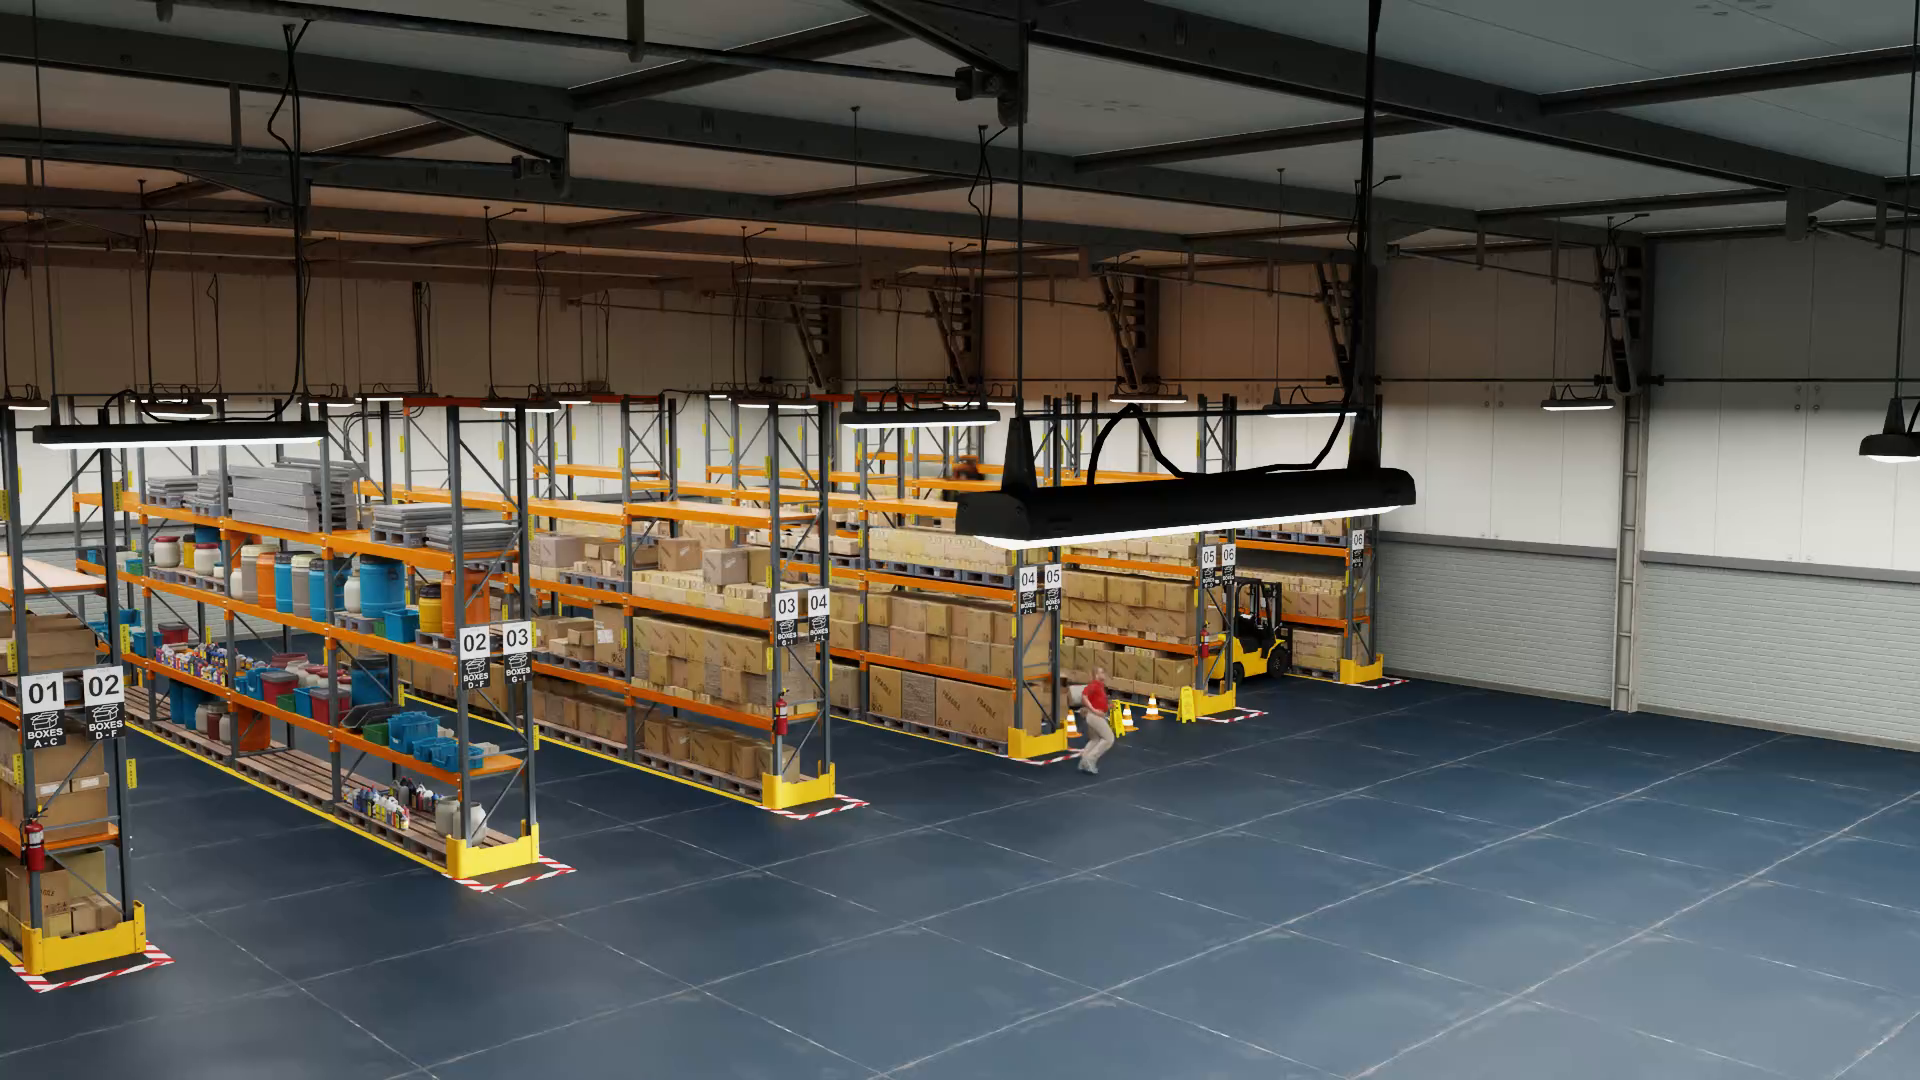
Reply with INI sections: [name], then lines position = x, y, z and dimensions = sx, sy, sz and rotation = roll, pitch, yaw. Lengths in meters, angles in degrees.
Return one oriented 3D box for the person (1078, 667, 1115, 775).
[person]
position = 2.206, 2.901, 26.822
dimensions = 0.596, 1.707, 0.686
rotation = 1, 6, 7
